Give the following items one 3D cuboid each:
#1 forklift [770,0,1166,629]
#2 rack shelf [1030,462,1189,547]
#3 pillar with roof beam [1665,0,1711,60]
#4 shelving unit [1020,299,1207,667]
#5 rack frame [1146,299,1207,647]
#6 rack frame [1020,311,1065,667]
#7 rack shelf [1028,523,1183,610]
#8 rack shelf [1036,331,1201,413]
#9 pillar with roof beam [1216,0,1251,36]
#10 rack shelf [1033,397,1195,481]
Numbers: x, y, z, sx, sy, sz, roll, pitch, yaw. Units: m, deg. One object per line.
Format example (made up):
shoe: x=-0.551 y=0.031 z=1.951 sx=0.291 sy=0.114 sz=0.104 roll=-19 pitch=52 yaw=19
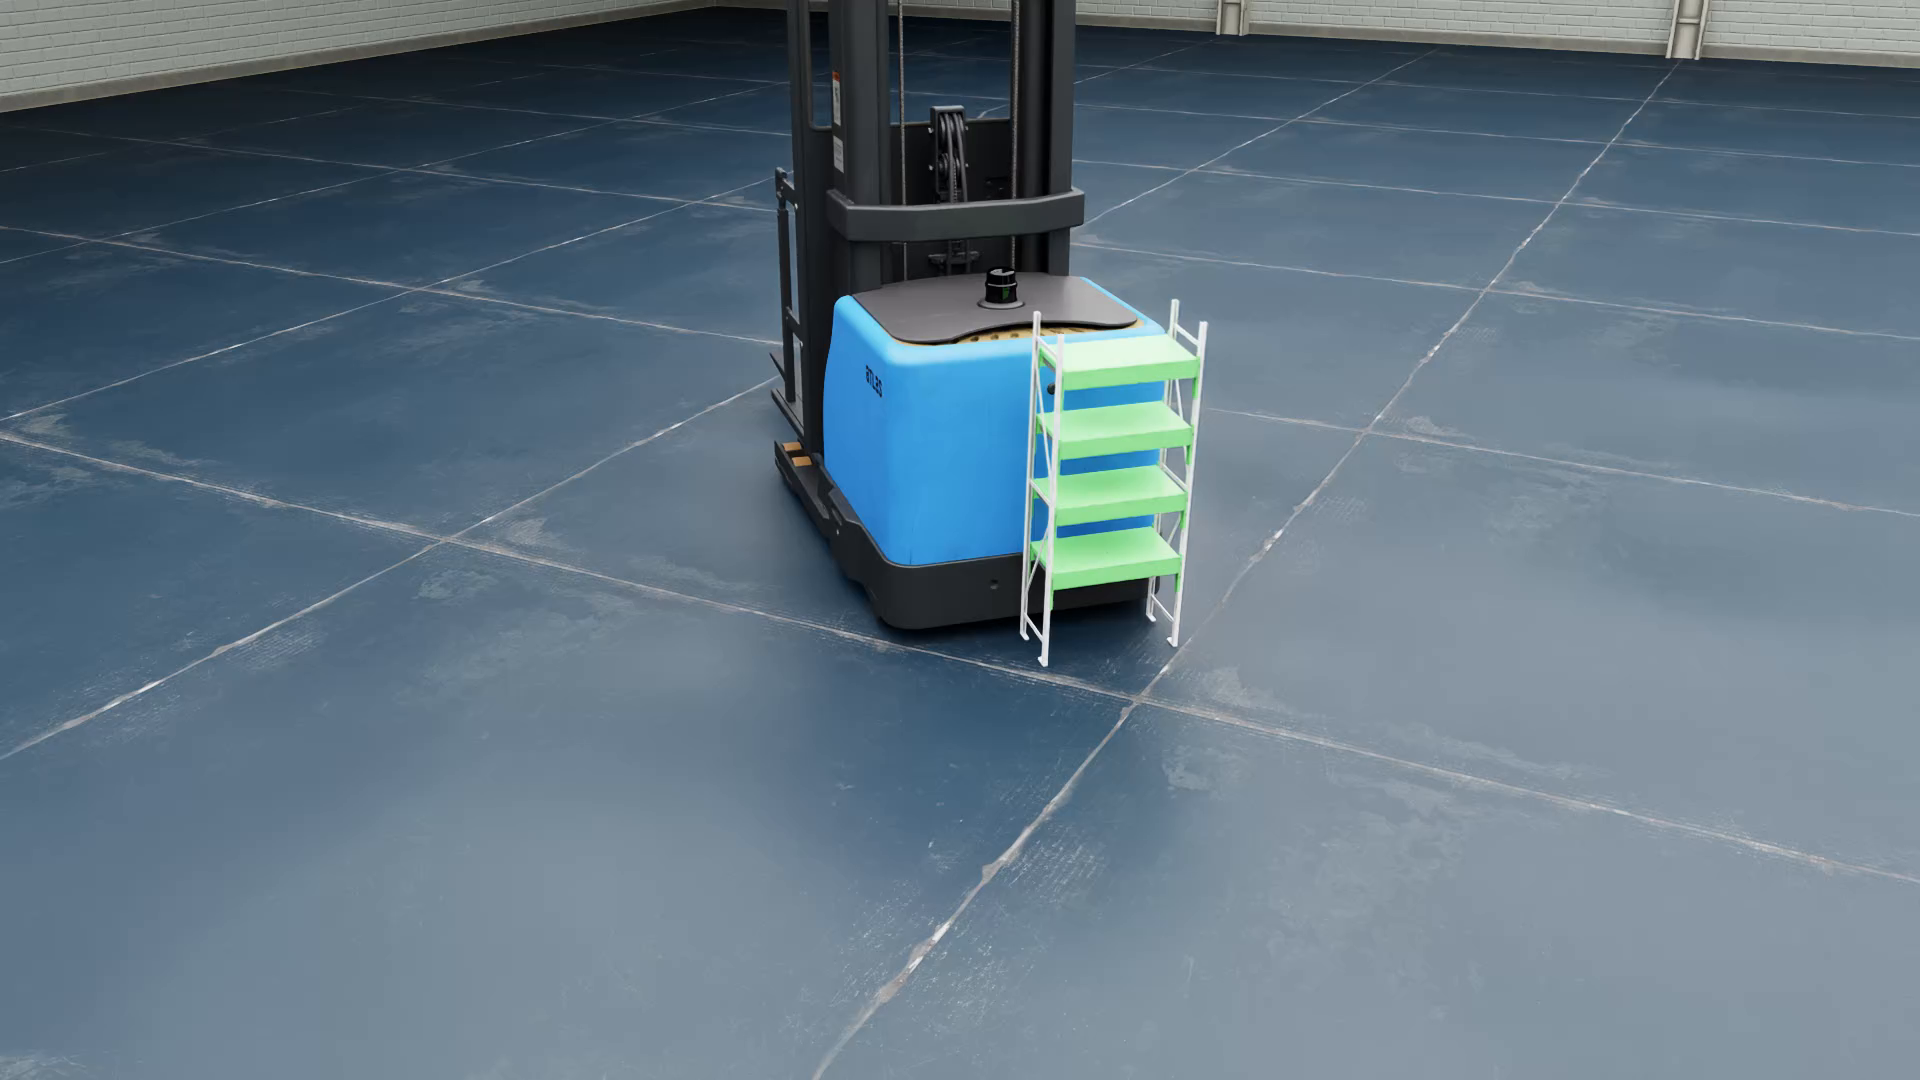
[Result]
forklift: x=-0.188 y=-1.584 z=6.730 sx=1.130 sy=2.935 sz=3.031 roll=-7 pitch=24 yaw=-16
rack shelf: x=0.501 y=-0.125 z=5.651 sx=0.480 sy=0.148 sz=0.258 roll=-7 pitch=28 yaw=-16
pillar with roof beam: x=7.303 y=-8.807 z=15.960 sx=0.400 sy=9.000 sz=9.100 roll=11 pitch=25 yaw=25
shelving unit: x=0.502 y=-0.182 z=5.622 sx=0.503 sy=1.200 sz=0.258 roll=-7 pitch=28 yaw=-16
rack frame: x=0.734 y=-0.211 z=5.691 sx=0.015 sy=1.200 sz=0.240 roll=-7 pitch=28 yaw=-16
rack frame: x=0.270 y=-0.152 z=5.553 sx=0.015 sy=1.200 sz=0.240 roll=-7 pitch=28 yaw=-16
rack shelf: x=0.496 y=0.089 z=5.760 sx=0.480 sy=0.148 sz=0.258 roll=-7 pitch=28 yaw=-16
rack shelf: x=0.511 y=-0.553 z=5.433 sx=0.480 sy=0.148 sz=0.258 roll=-7 pitch=28 yaw=-16
pillar with roof beam: x=1.949 y=-9.866 z=18.451 sx=0.400 sy=9.000 sz=9.100 roll=11 pitch=25 yaw=25
rack shelf: x=0.506 y=-0.339 z=5.542 sx=0.480 sy=0.148 sz=0.258 roll=-7 pitch=28 yaw=-16
